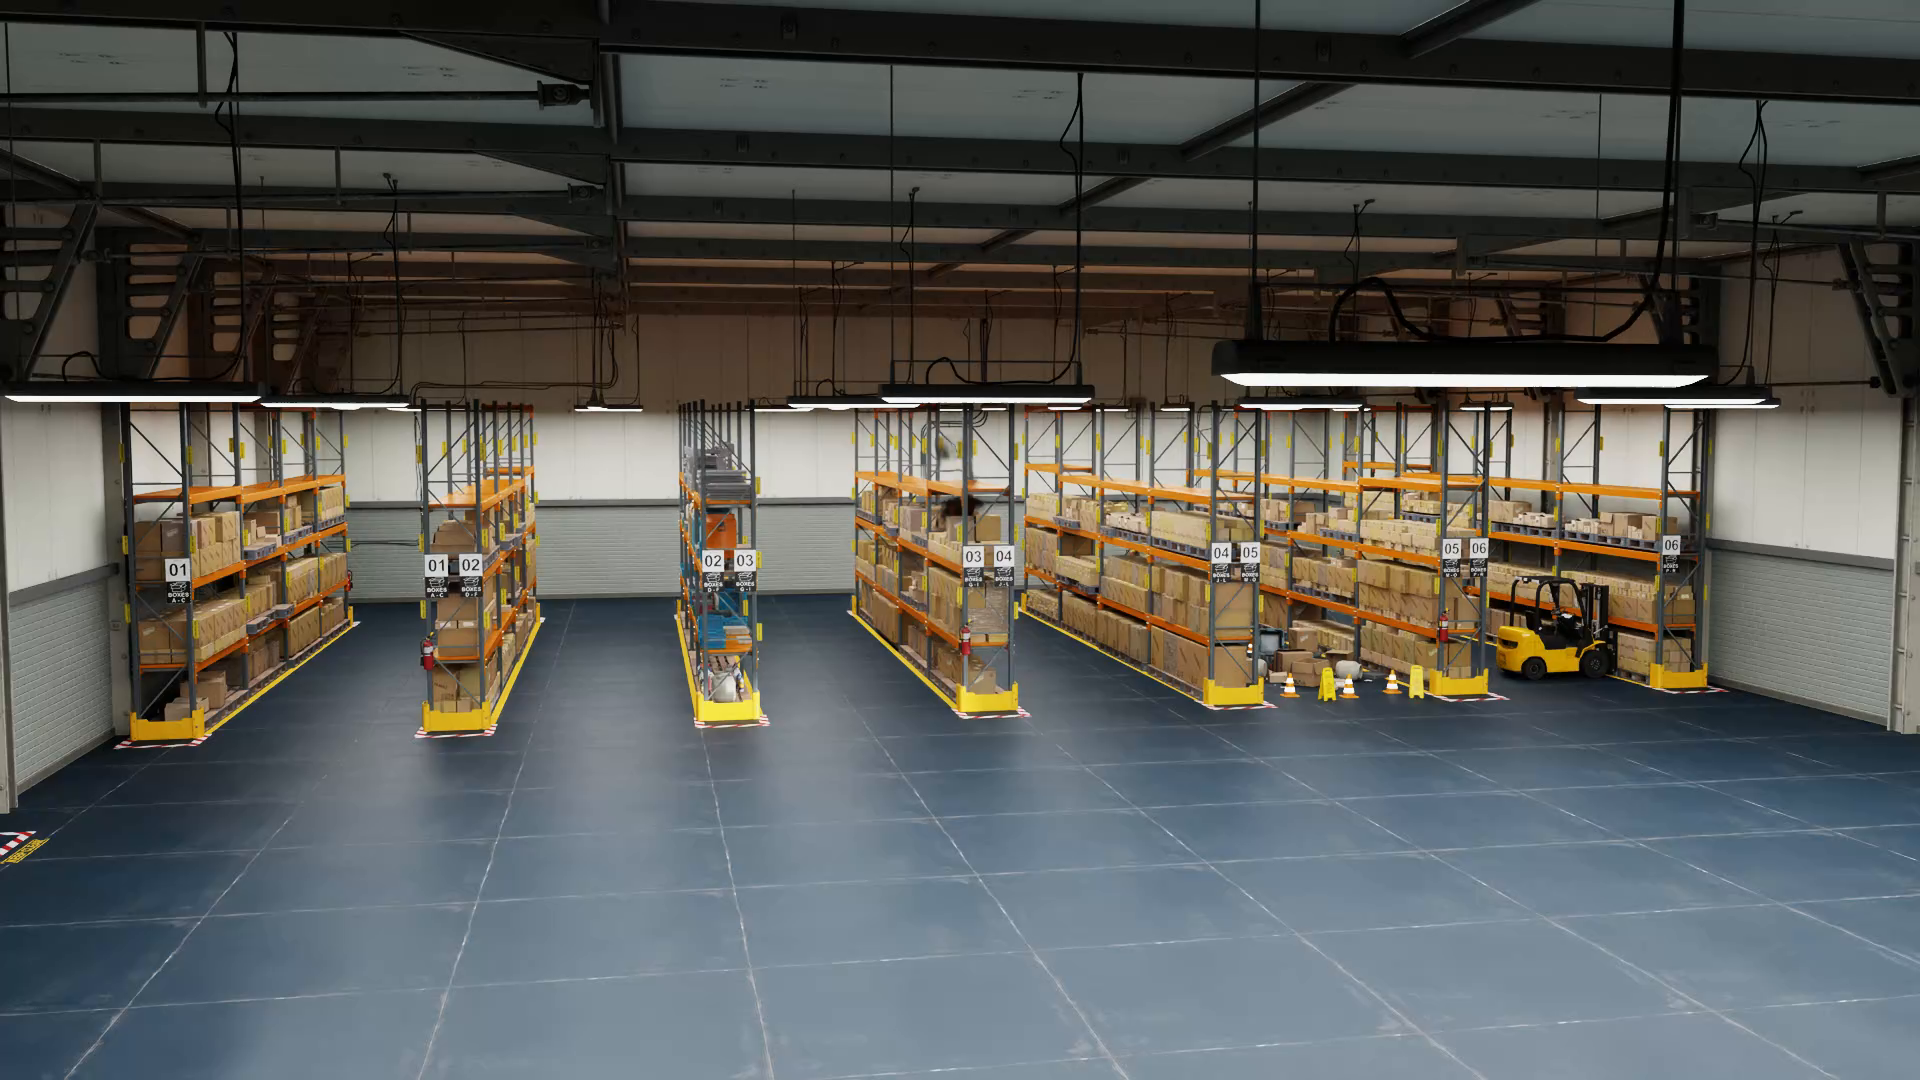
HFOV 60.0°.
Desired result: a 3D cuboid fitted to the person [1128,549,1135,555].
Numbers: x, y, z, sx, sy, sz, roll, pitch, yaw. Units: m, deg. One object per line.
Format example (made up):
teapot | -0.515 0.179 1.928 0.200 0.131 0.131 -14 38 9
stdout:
person | 5.329 1.040 50.574 0.735 1.680 0.656 -1 4 -16
